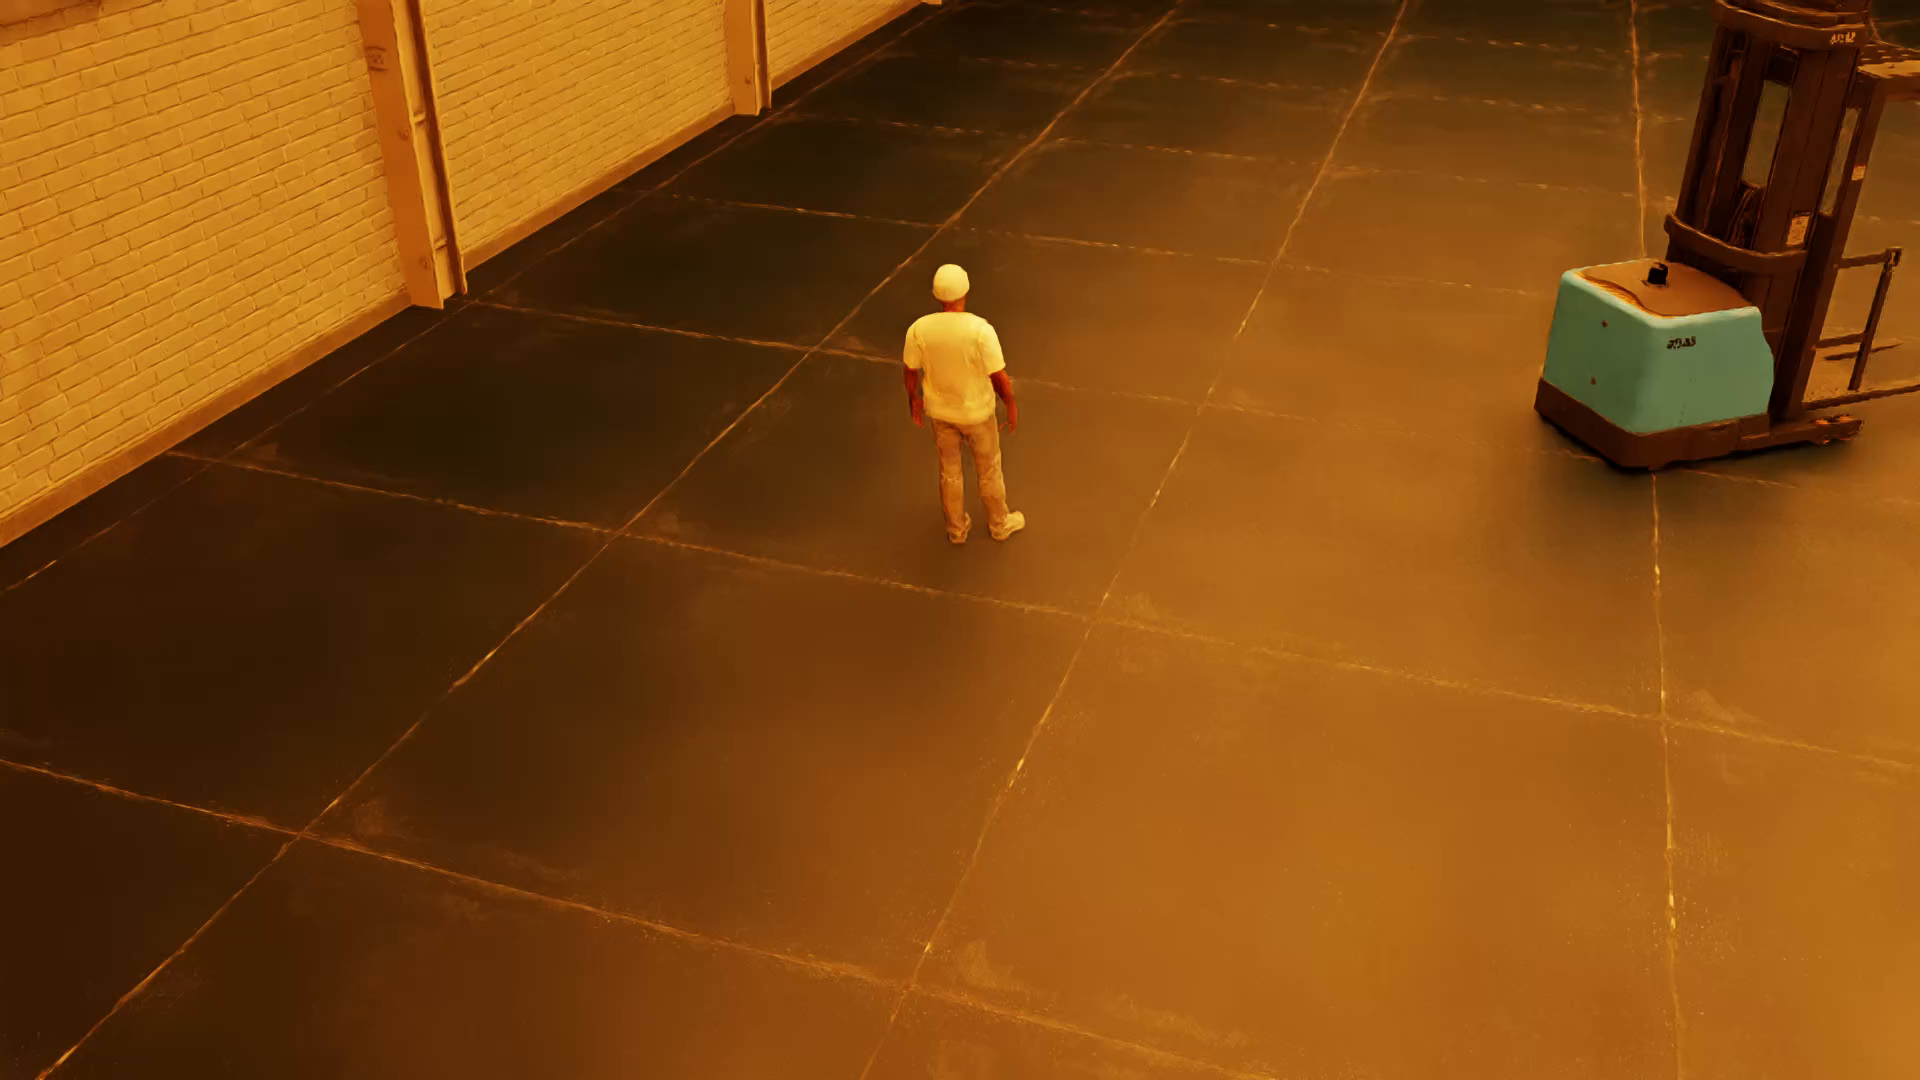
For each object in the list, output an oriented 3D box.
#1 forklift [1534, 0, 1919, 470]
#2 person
[{"bbox_3d":[5.567,-2.154,10.916,3.031,2.935,1.130,-10,31,-16],"label":"forklift"},{"bbox_3d":[0.028,-0.805,9.711,0.665,1.766,0.576,10,31,16],"label":"person"}]
